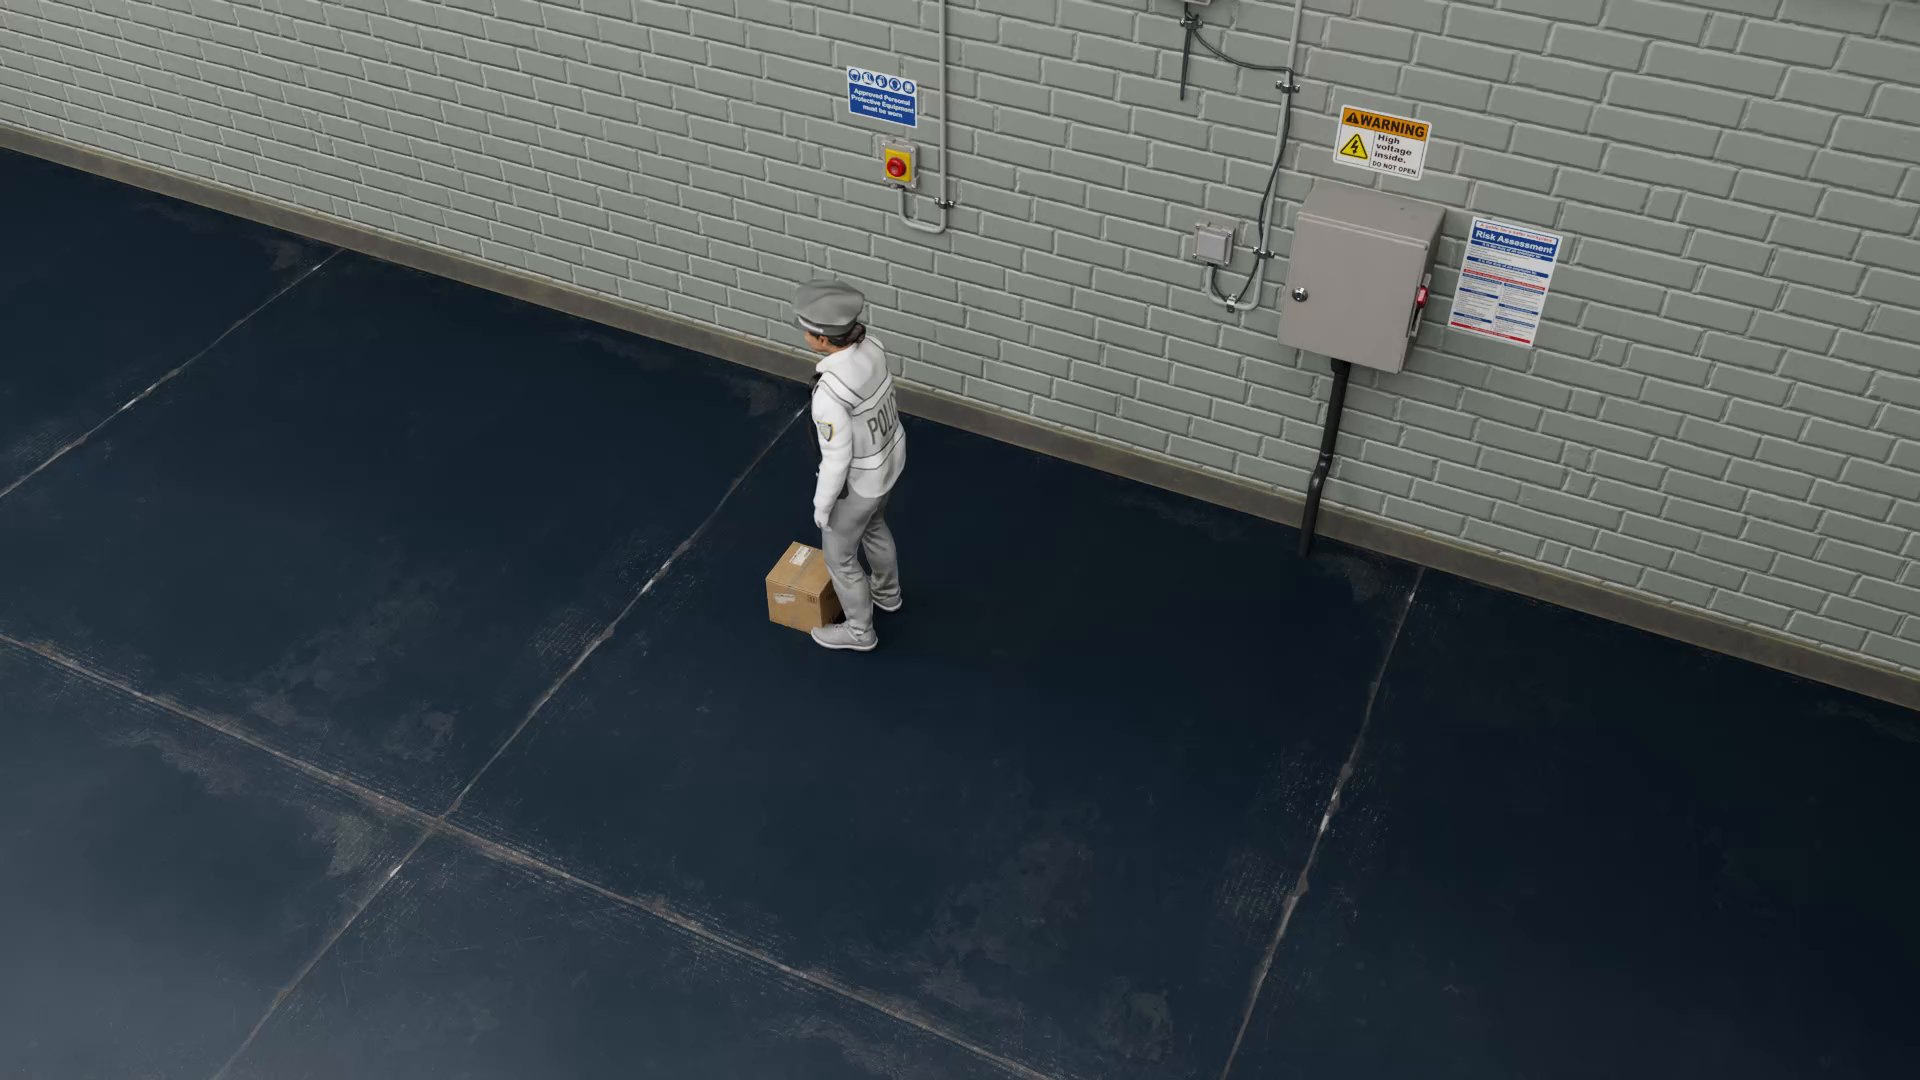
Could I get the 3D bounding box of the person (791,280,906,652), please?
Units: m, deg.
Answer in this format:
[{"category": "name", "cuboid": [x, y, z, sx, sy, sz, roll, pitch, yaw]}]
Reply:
[{"category": "person", "cuboid": [-0.412, -0.255, 6.438, 0.371, 1.663, 0.531, 16, 45, 16]}]
